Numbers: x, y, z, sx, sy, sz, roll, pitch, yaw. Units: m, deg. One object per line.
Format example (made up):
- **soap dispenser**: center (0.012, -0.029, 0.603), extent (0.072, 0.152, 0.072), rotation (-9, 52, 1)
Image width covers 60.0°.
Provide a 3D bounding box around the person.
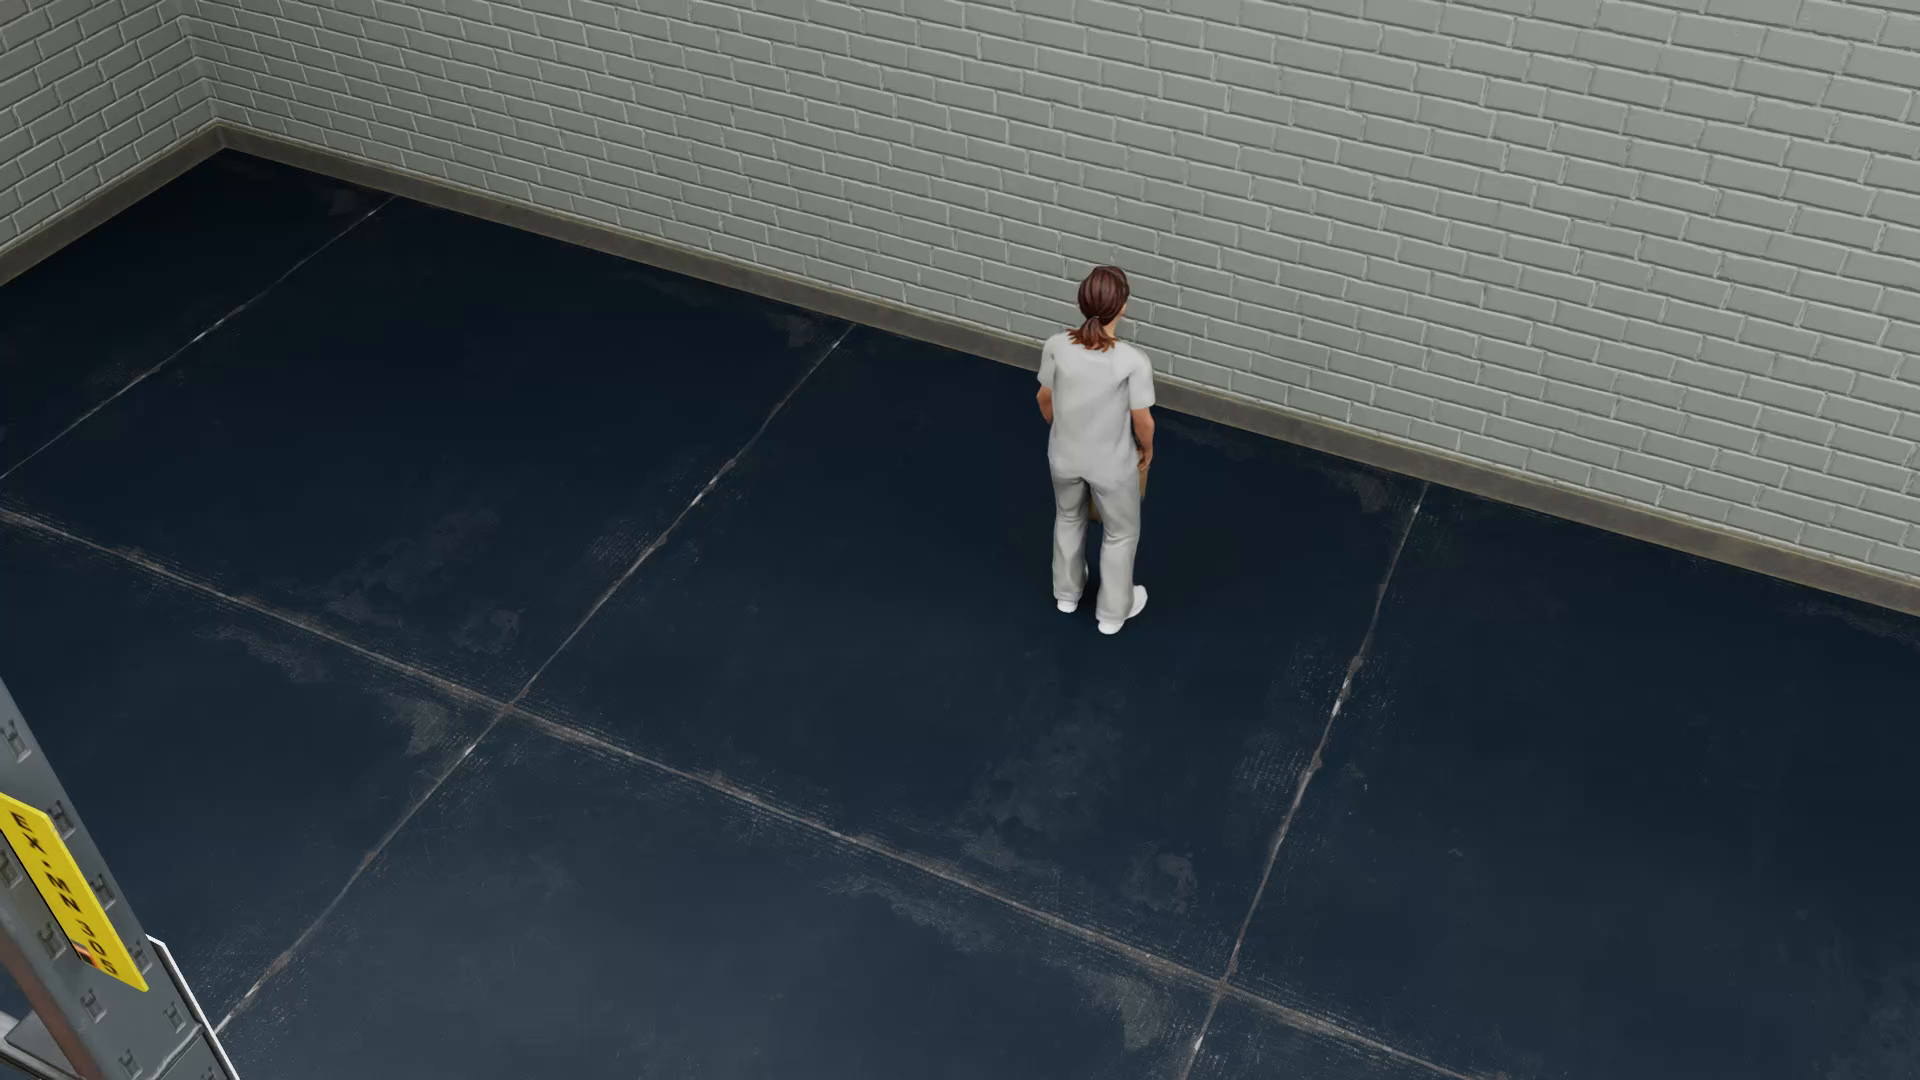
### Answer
- **person**: center (0.540, -0.351, 6.546), extent (0.475, 1.676, 0.415), rotation (16, 45, 17)
